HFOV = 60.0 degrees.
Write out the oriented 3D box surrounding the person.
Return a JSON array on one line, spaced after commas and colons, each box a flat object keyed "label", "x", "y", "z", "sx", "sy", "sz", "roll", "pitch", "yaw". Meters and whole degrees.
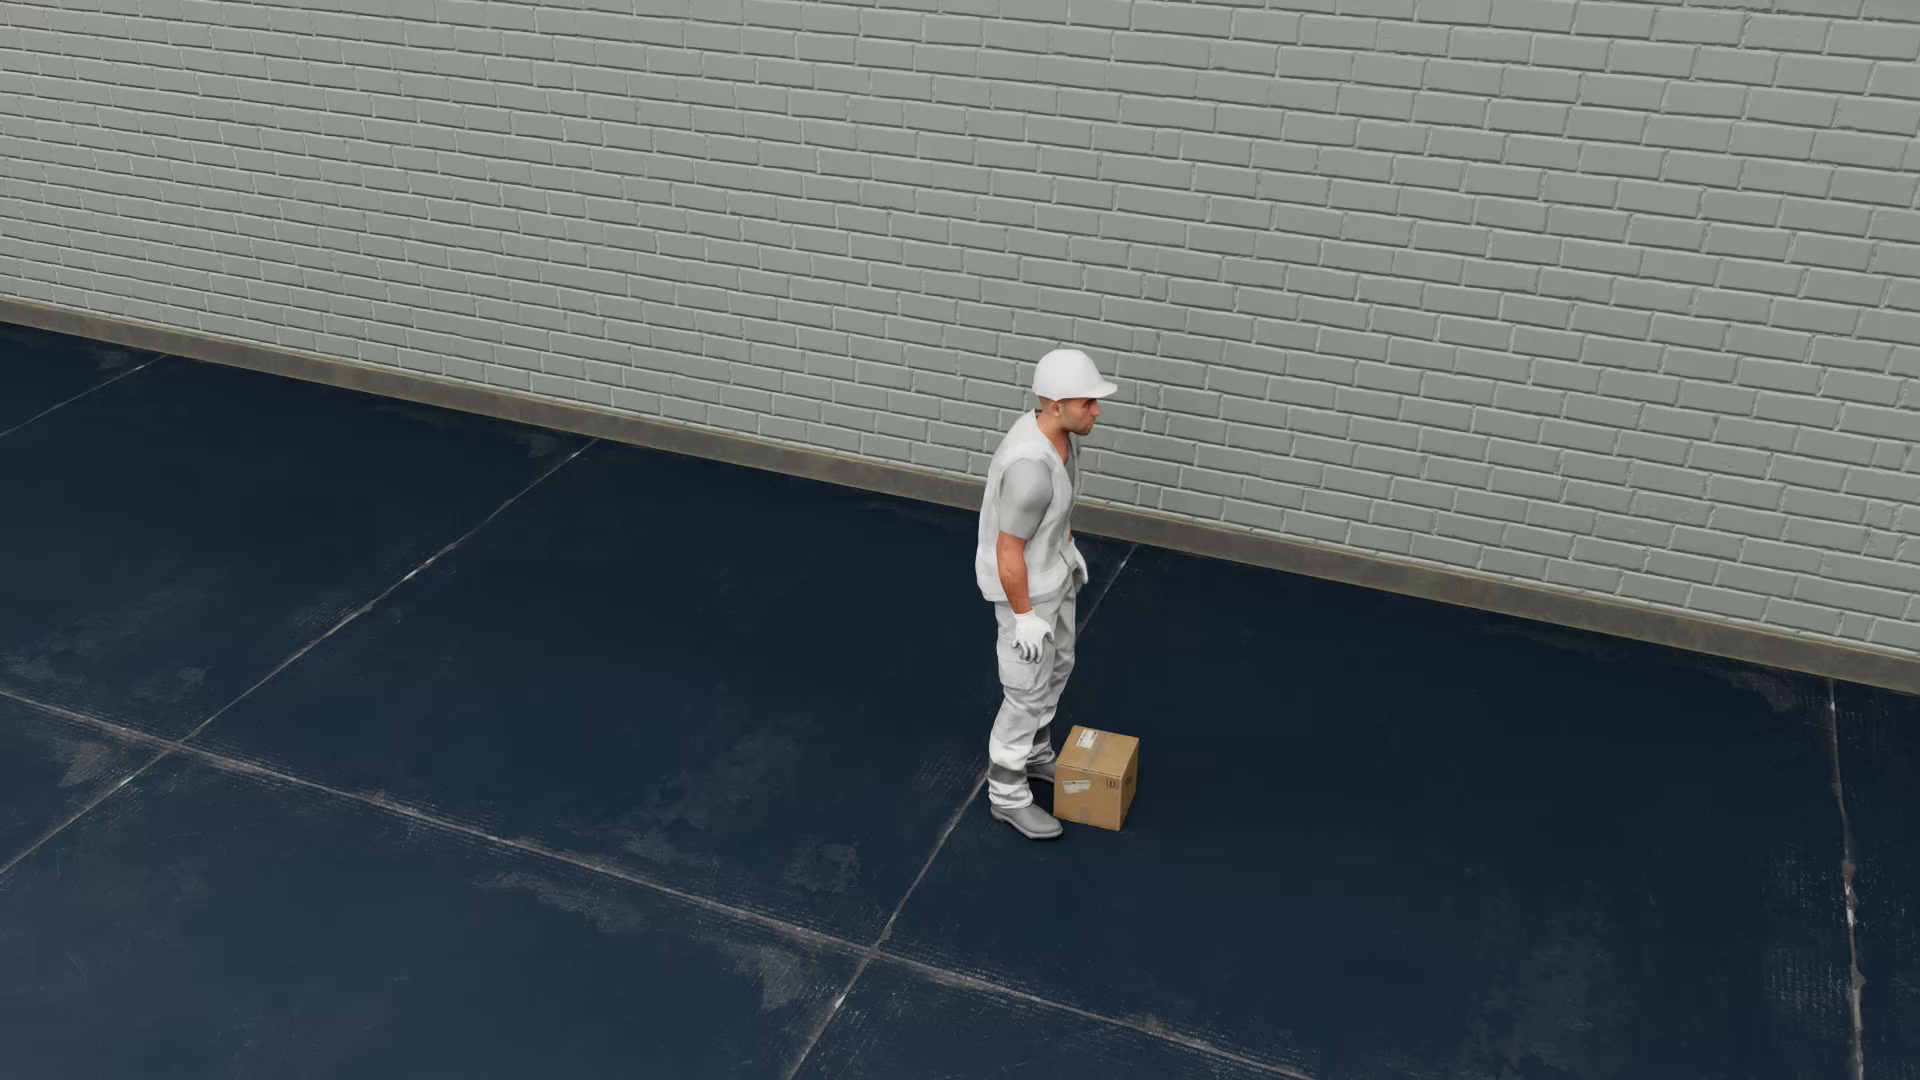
[{"label": "person", "x": 0.292, "y": 0.165, "z": 5.817, "sx": 0.445, "sy": 1.781, "sz": 0.622, "roll": 10, "pitch": 31, "yaw": 17}]
